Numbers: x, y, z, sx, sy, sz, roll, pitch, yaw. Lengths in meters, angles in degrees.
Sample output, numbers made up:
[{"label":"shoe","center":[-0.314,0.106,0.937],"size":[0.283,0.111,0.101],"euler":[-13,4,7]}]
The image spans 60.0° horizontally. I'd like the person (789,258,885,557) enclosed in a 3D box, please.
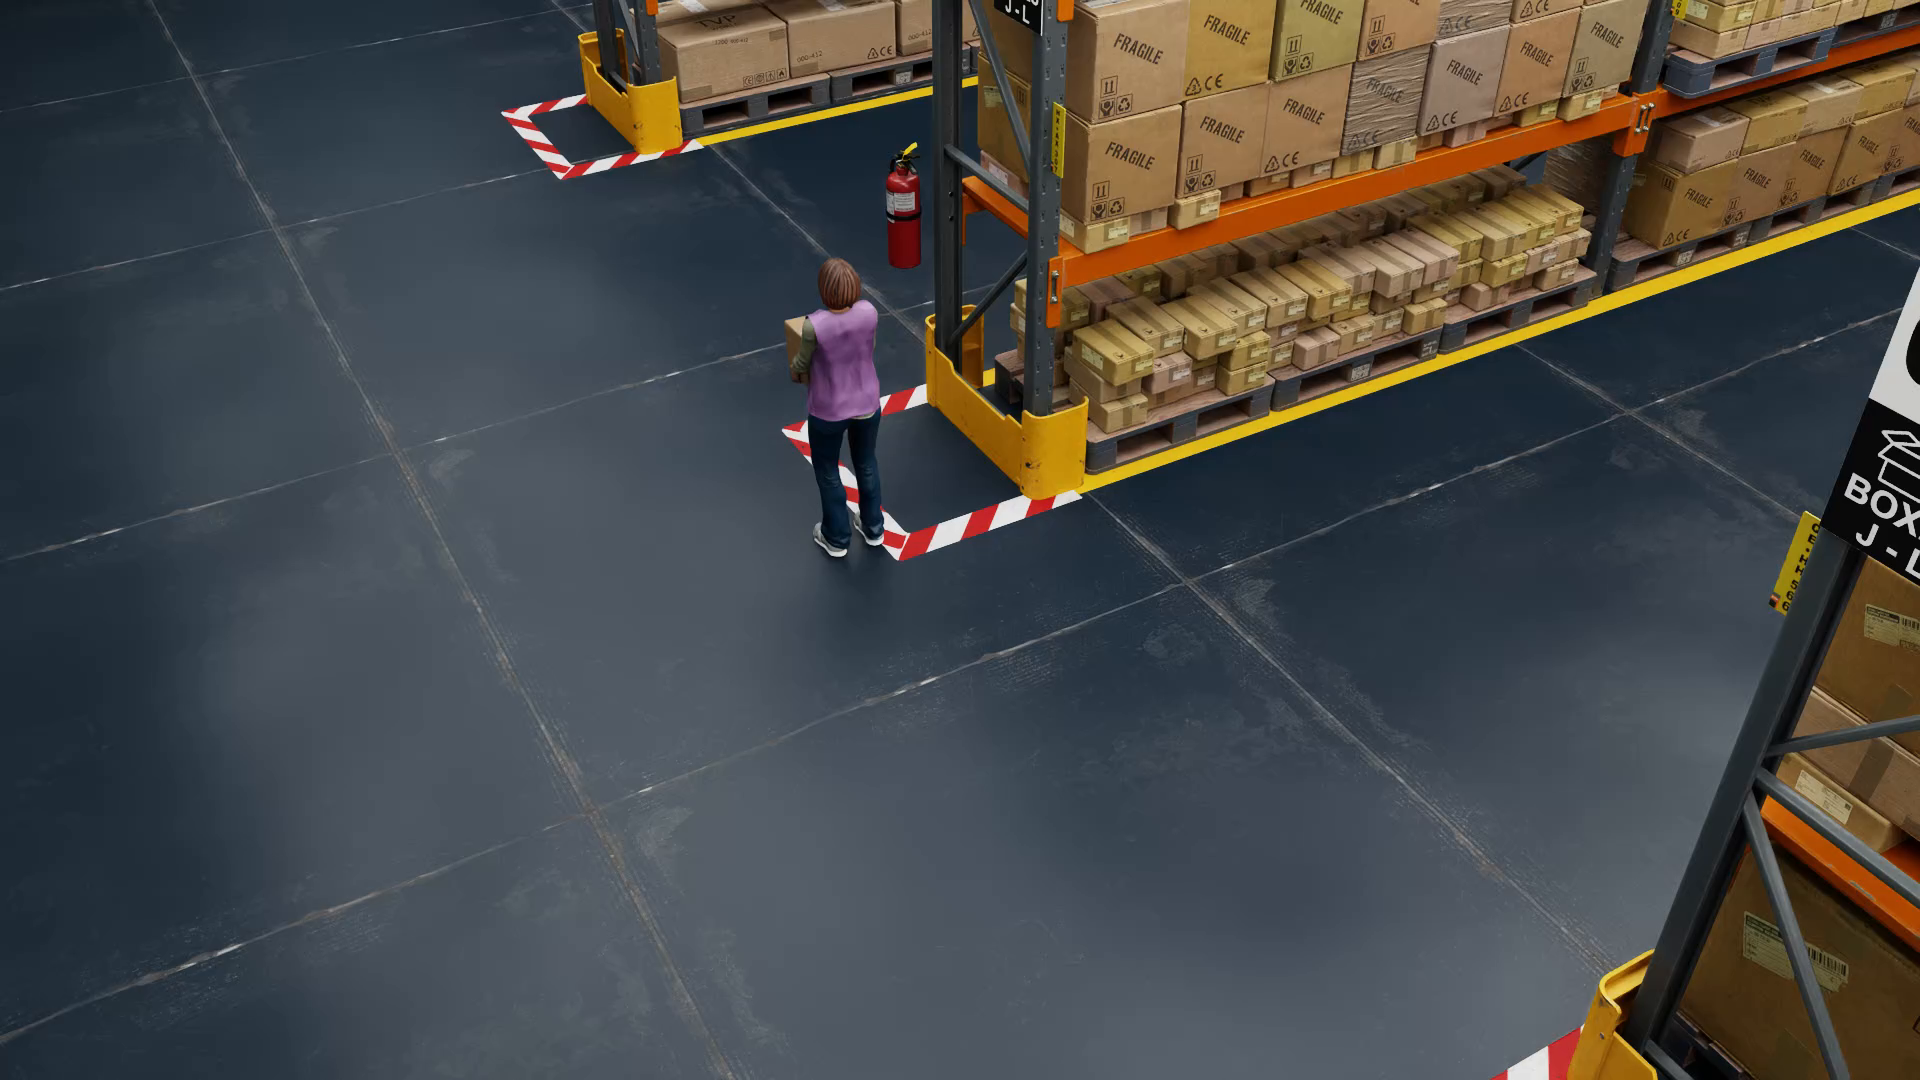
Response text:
[{"label":"person","center":[-0.584,-0.627,7.837],"size":[0.406,1.495,0.493],"euler":[-17,40,-21]}]
